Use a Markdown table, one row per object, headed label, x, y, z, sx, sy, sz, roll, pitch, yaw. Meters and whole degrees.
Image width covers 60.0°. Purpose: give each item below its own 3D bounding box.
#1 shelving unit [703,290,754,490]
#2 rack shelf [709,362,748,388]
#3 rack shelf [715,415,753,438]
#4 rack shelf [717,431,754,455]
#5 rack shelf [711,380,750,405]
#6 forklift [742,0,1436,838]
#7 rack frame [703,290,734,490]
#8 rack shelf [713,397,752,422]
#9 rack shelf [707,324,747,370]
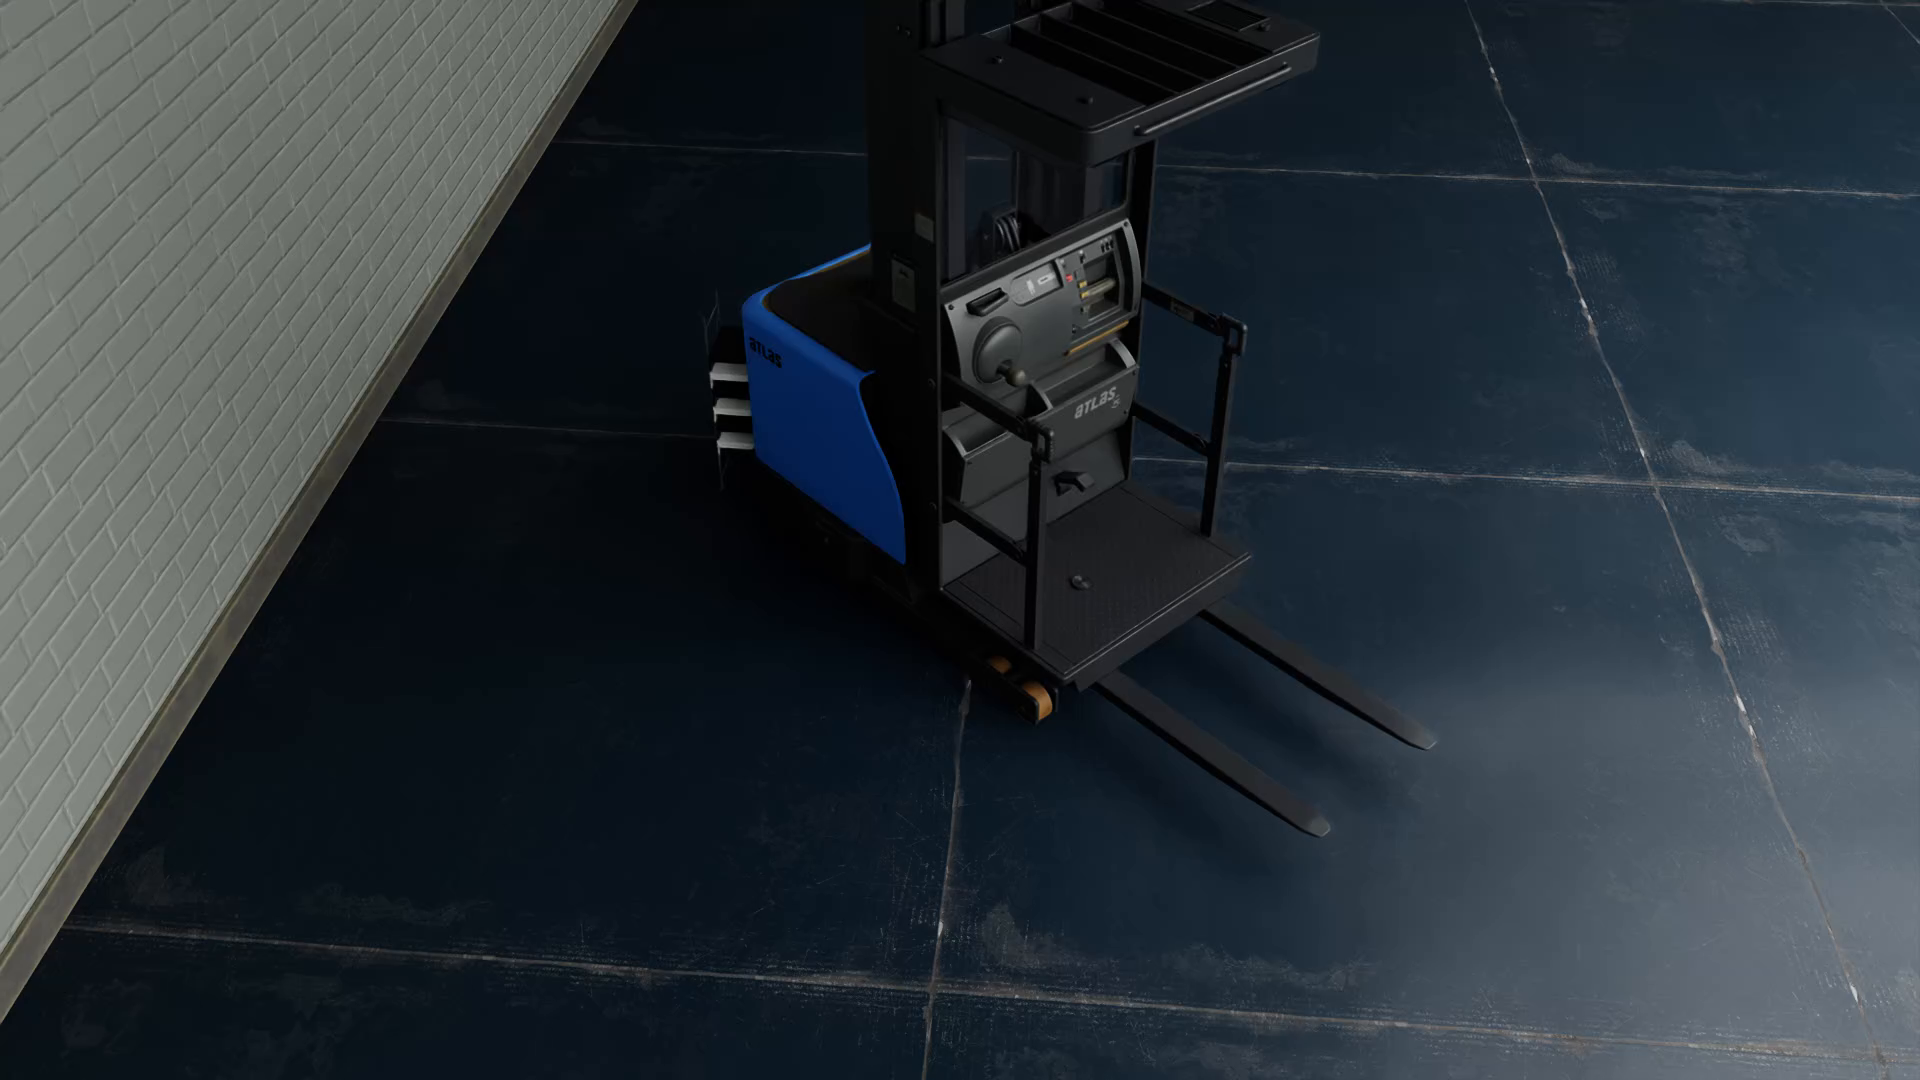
| label | x | y | z | sx | sy | sz | roll | pitch | yaw |
| --- | --- | --- | --- | --- | --- | --- | --- | --- | --- |
| shelving unit | -0.961 | -0.644 | 7.327 | 0.210 | 0.900 | 0.258 | 4 | 39 | 5 |
| rack shelf | -0.961 | -0.758 | 7.235 | 0.200 | 0.077 | 0.258 | 4 | 39 | 5 |
| rack shelf | -0.962 | -0.548 | 7.405 | 0.200 | 0.077 | 0.258 | 4 | 39 | 5 |
| rack shelf | -0.962 | -0.478 | 7.462 | 0.200 | 0.077 | 0.258 | 4 | 39 | 5 |
| rack shelf | -0.961 | -0.688 | 7.292 | 0.200 | 0.077 | 0.258 | 4 | 39 | 5 |
| forklift | 0.456 | -0.800 | 5.911 | 1.130 | 2.935 | 3.031 | -30 | 48 | -31 |
| rack frame | -1.062 | -0.651 | 7.336 | 0.006 | 0.900 | 0.240 | 4 | 39 | 5 |
| rack shelf | -0.961 | -0.618 | 7.349 | 0.200 | 0.077 | 0.258 | 4 | 39 | 5 |
| rack shelf | -0.961 | -0.827 | 7.178 | 0.200 | 0.077 | 0.258 | 4 | 39 | 5 |
